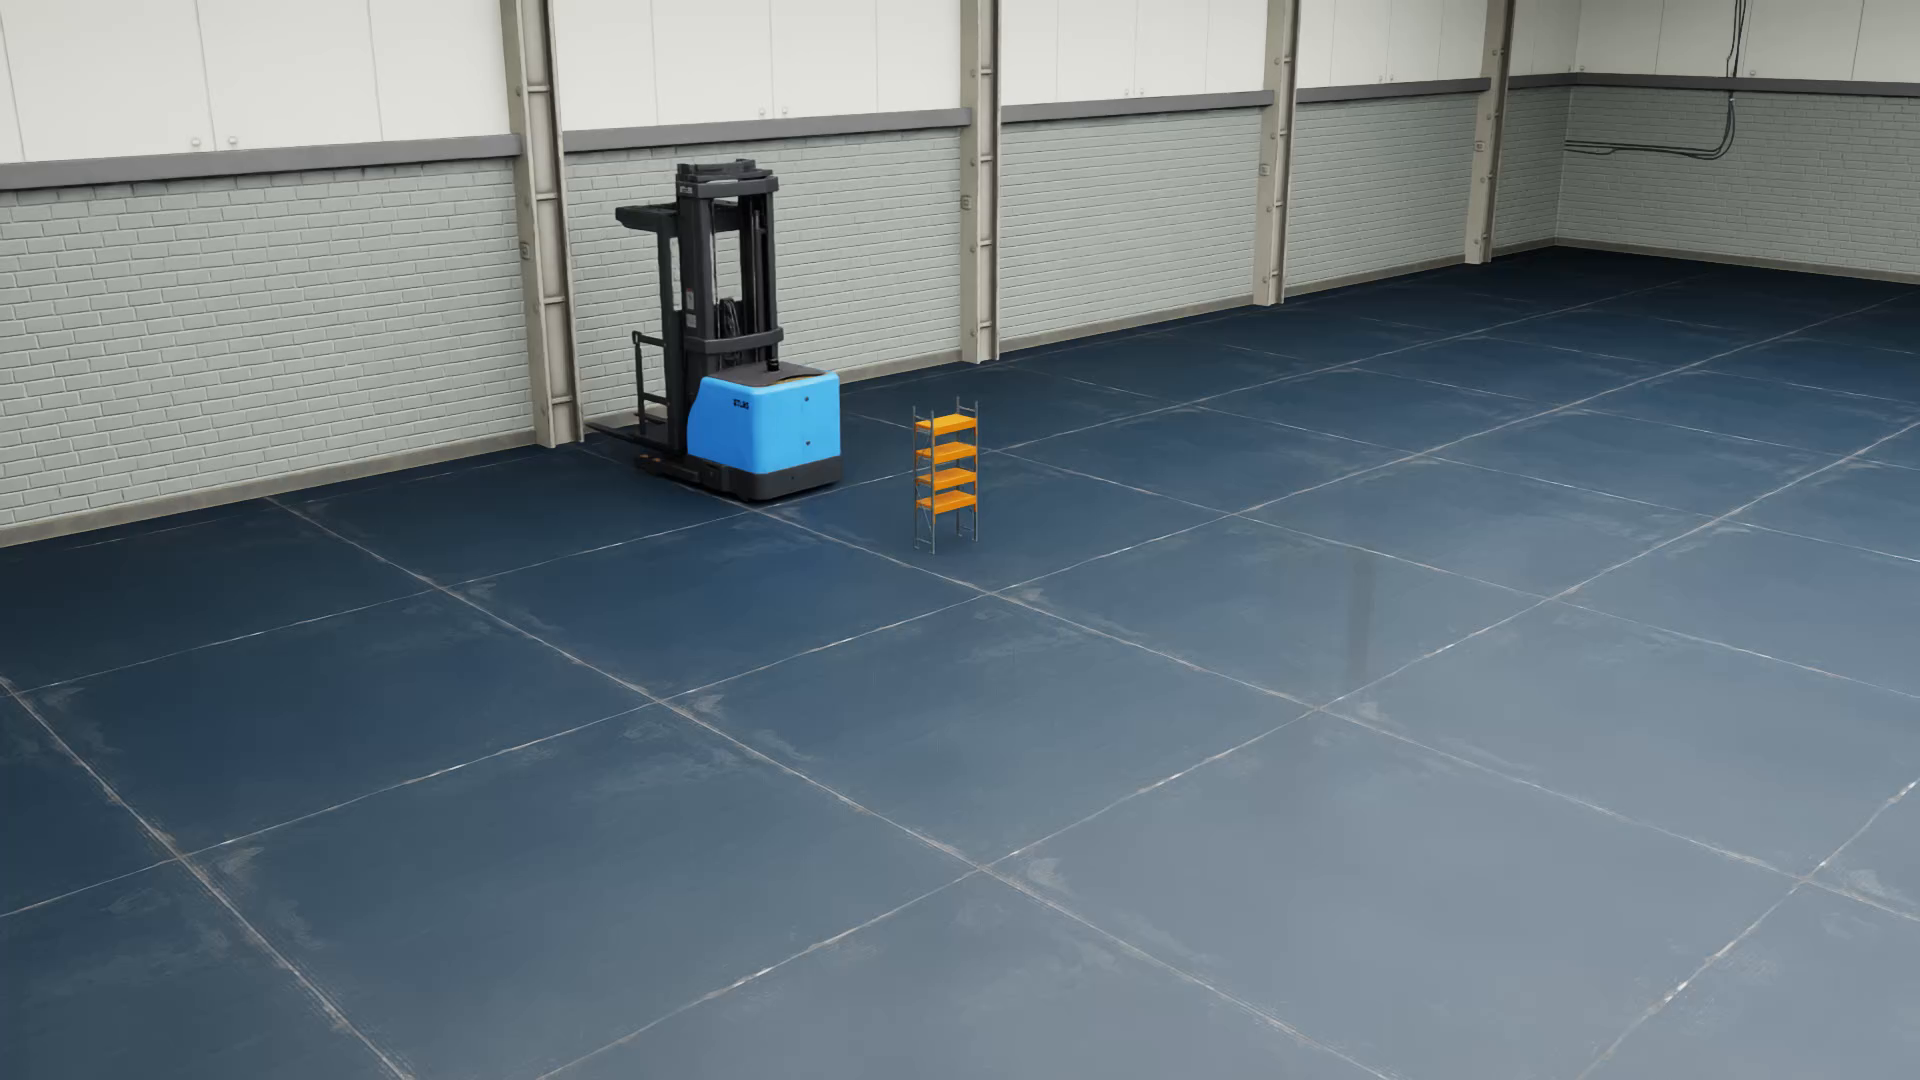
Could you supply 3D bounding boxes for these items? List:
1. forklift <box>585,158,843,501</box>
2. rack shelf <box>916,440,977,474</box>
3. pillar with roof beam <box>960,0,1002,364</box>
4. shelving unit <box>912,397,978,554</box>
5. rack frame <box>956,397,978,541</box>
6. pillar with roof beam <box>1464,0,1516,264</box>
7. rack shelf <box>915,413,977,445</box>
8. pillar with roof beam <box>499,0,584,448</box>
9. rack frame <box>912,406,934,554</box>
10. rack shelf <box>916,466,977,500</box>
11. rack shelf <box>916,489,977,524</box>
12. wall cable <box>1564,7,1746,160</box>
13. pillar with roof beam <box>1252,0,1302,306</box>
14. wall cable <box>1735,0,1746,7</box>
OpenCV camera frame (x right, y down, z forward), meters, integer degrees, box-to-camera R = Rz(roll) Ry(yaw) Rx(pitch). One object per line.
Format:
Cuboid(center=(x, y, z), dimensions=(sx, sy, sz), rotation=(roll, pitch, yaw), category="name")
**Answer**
Cuboid(center=(-2.500, -2.111, 15.744), dimensions=(3.031, 2.935, 1.130), rotation=(17, 24, 42), category="forklift")
Cuboid(center=(-0.120, -0.684, 13.643), dimensions=(0.480, 0.148, 0.258), rotation=(-16, 24, -41), category="rack shelf")
Cuboid(center=(3.208, -5.592, 16.643), dimensions=(0.400, 9.000, 9.100), rotation=(-16, 24, -41), category="pillar with roof beam")
Cuboid(center=(-0.120, -0.536, 13.691), dimensions=(0.503, 1.200, 0.258), rotation=(-16, 24, -41), category="shelving unit")
Cuboid(center=(0.057, -0.587, 13.851), dimensions=(0.015, 1.200, 0.240), rotation=(-16, 24, -41), category="rack frame")
Cuboid(center=(11.927, -8.135, 24.486), dimensions=(0.400, 9.000, 9.100), rotation=(-16, 24, -41), category="pillar with roof beam")
Cuboid(center=(-0.120, -0.909, 13.570), dimensions=(0.480, 0.148, 0.258), rotation=(-16, 24, -41), category="rack shelf")
Cuboid(center=(-1.152, -4.321, 12.722), dimensions=(0.400, 9.000, 9.100), rotation=(-16, 24, -41), category="pillar with roof beam")
Cuboid(center=(-0.298, -0.484, 13.532), dimensions=(0.015, 1.200, 0.240), rotation=(-16, 24, -41), category="rack frame")
Cuboid(center=(-0.120, -0.472, 13.712), dimensions=(0.480, 0.148, 0.258), rotation=(-16, 24, -41), category="rack shelf")
Cuboid(center=(-0.120, -0.283, 13.773), dimensions=(0.480, 0.148, 0.258), rotation=(-16, 24, -41), category="rack shelf")
Cuboid(center=(12.018, -7.951, 28.951), dimensions=(0.112, 2.526, 3.097), rotation=(-16, 24, -41), category="wall cable")
Cuboid(center=(7.567, -6.864, 20.564), dimensions=(0.400, 9.000, 9.100), rotation=(-16, 24, -41), category="pillar with roof beam")
Cuboid(center=(13.877, -9.747, 26.303), dimensions=(0.112, 2.526, 3.097), rotation=(-16, 24, -41), category="wall cable")
